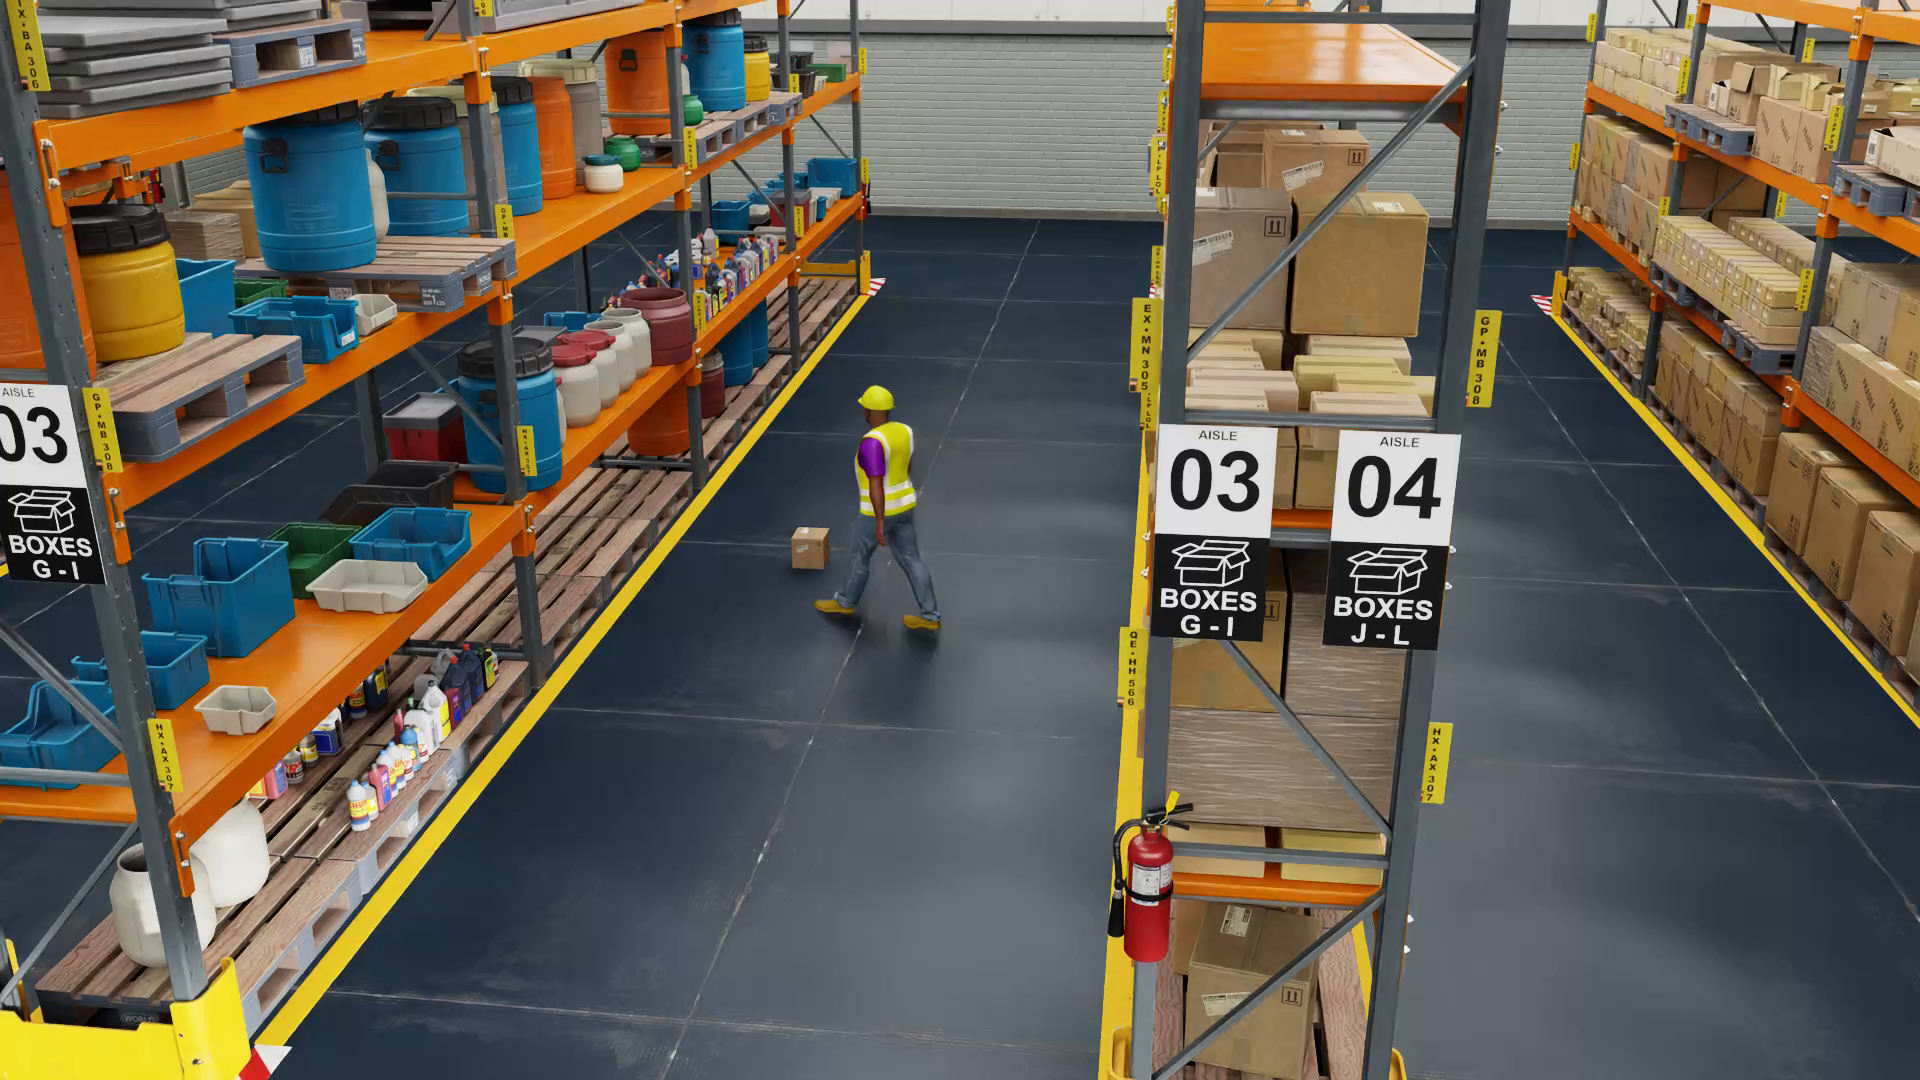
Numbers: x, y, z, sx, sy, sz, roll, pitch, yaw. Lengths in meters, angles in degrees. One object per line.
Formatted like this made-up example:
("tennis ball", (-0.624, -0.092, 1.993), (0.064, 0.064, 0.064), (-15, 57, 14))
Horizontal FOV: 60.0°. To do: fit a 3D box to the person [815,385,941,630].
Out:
("person", (-0.548, -0.244, 11.646), (0.984, 1.703, 0.609), (17, 27, 37))
